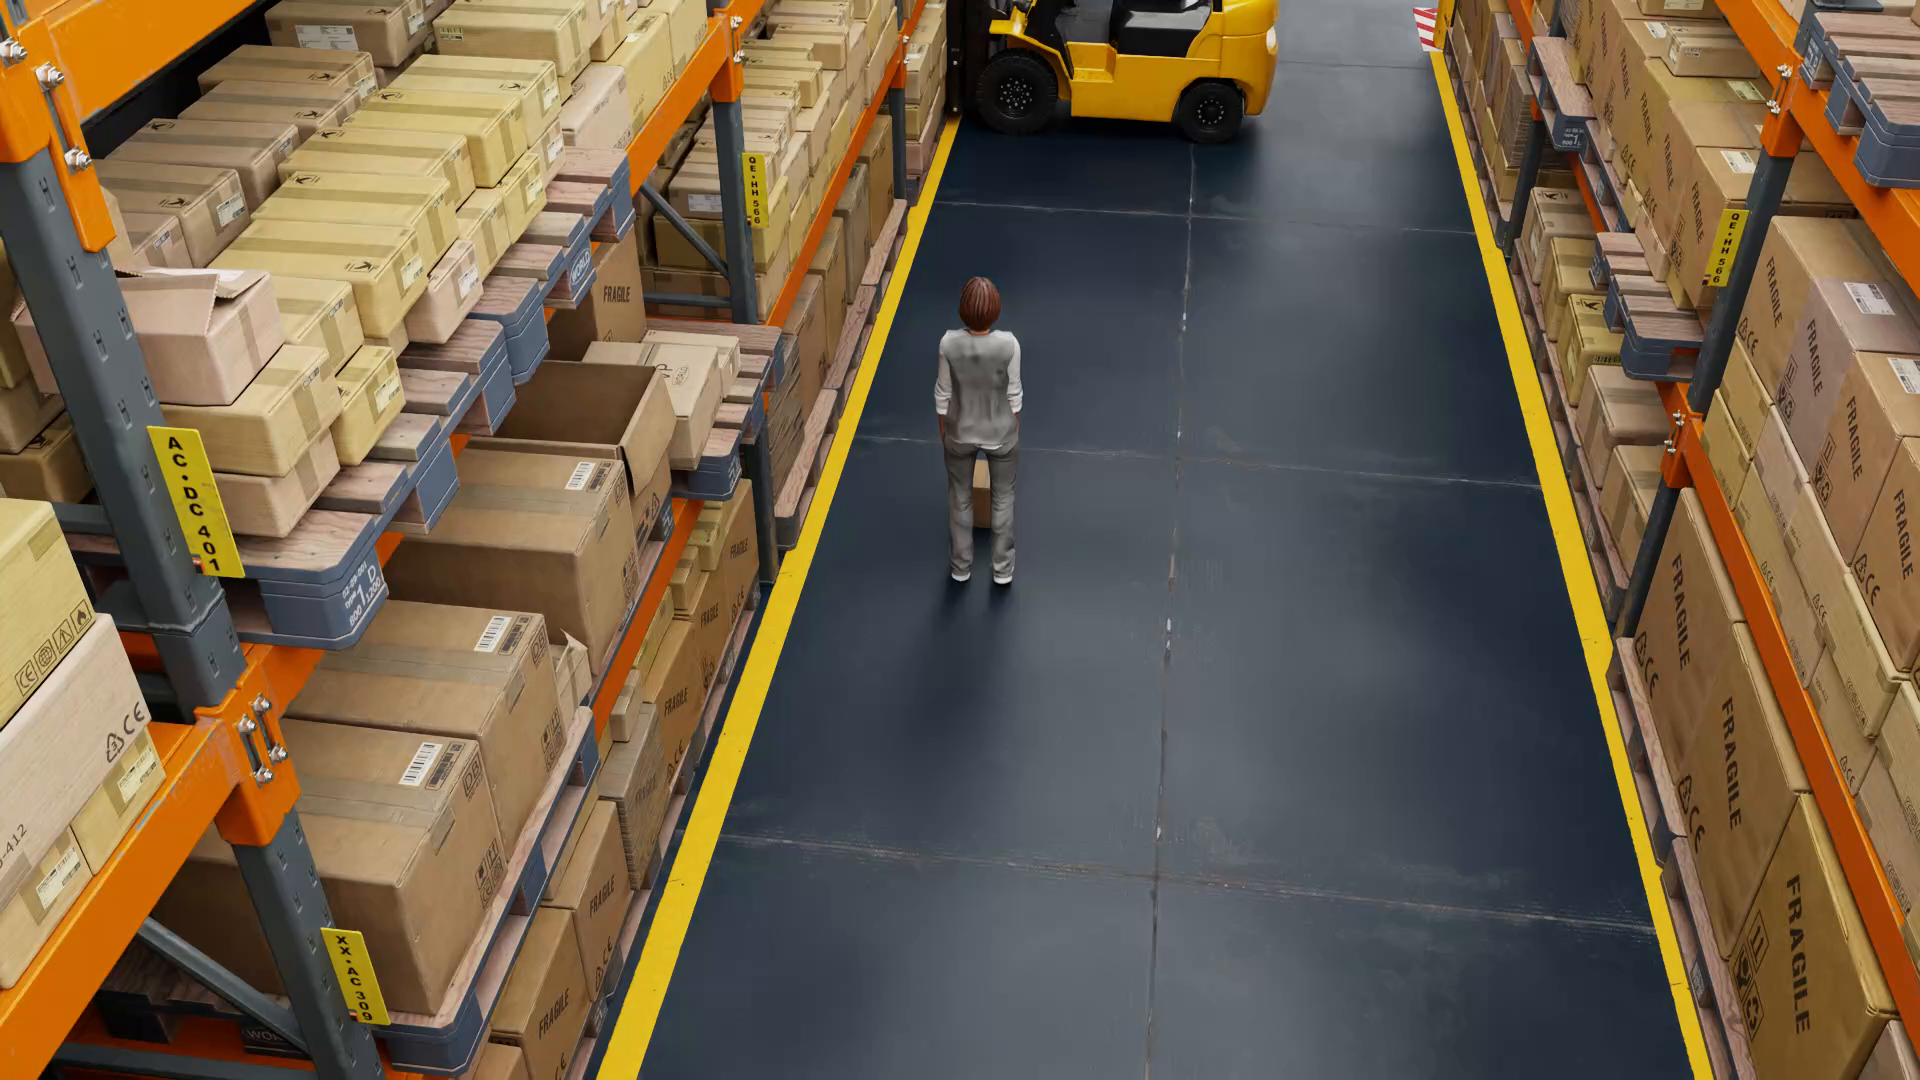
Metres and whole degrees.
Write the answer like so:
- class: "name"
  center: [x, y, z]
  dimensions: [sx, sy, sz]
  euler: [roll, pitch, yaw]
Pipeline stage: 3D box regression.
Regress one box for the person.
- class: "person"
  center: [0.083, -0.484, 7.718]
  dimensions: [0.407, 1.589, 0.305]
  euler: [3, 37, 4]
